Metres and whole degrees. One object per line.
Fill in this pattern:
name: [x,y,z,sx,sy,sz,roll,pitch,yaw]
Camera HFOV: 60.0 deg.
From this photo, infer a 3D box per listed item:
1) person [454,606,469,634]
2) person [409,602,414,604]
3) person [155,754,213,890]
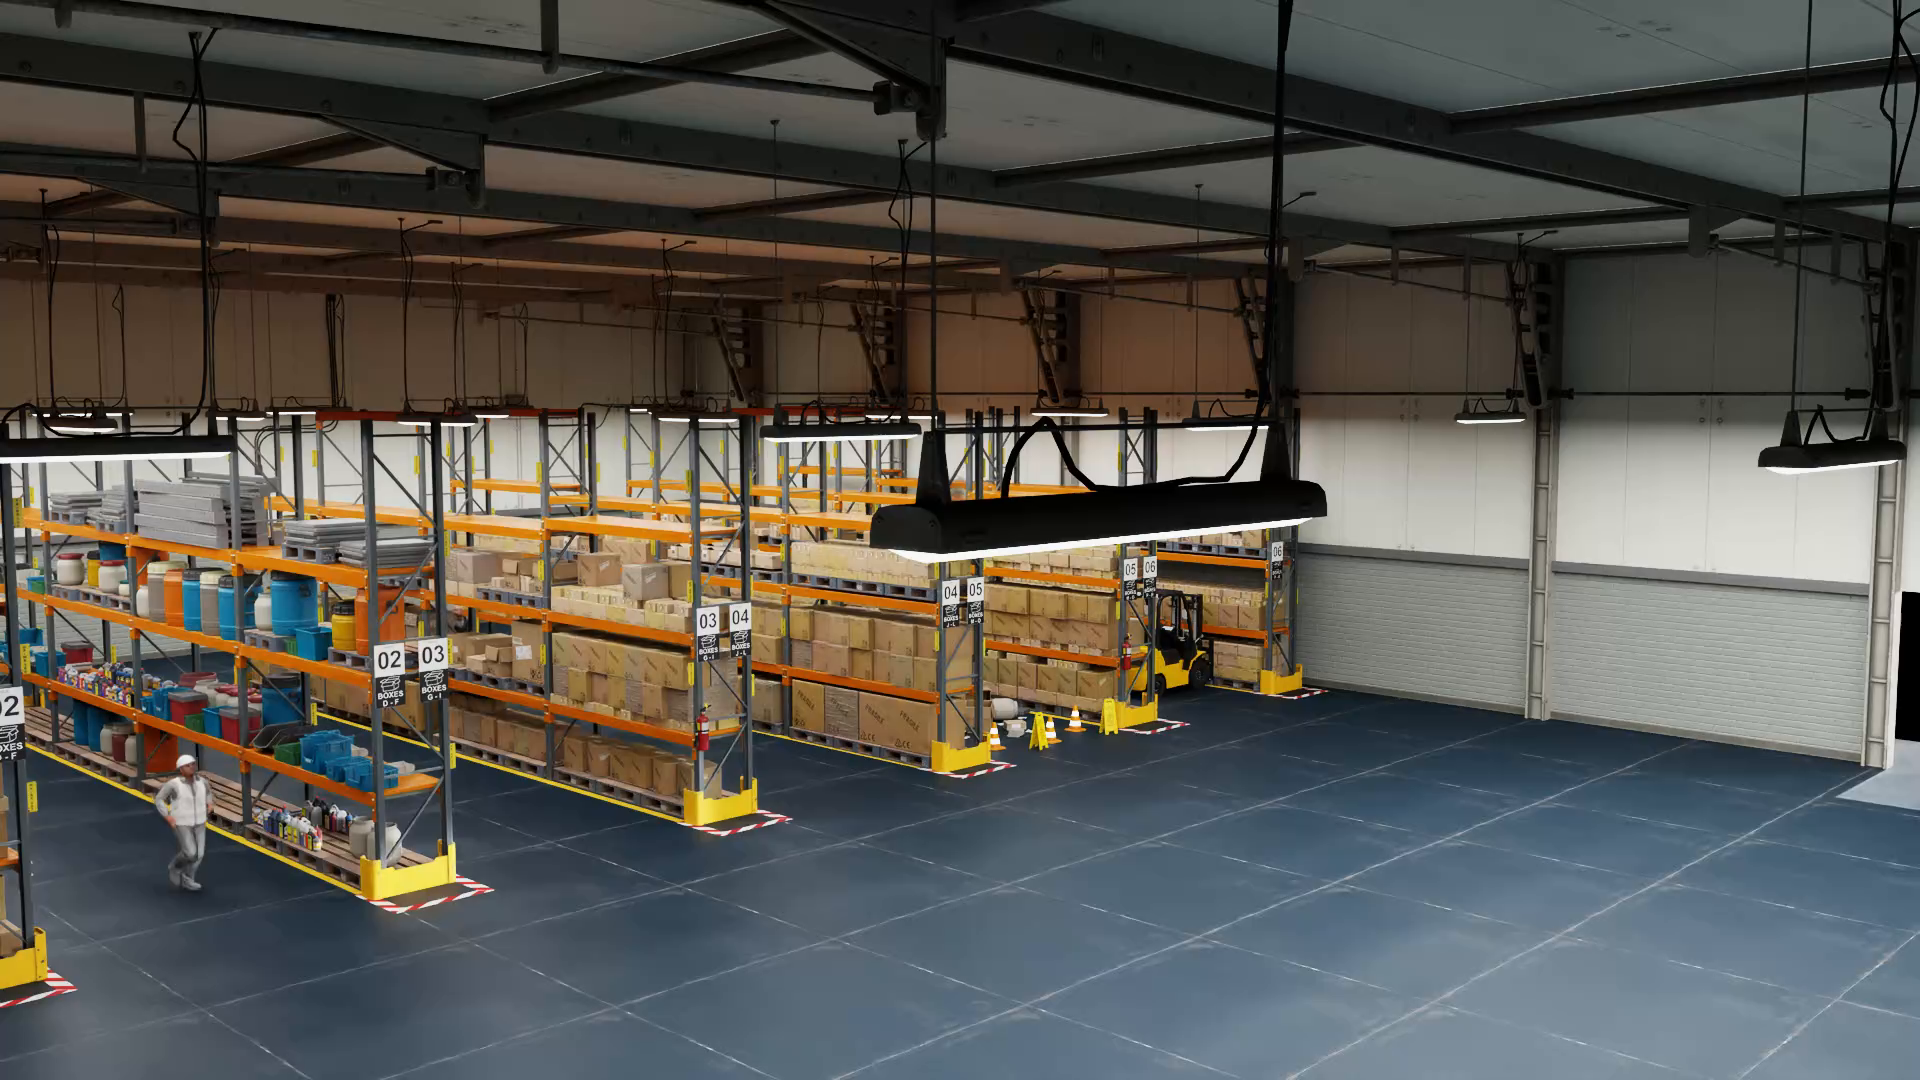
person: [-10.970,2.276,36.419,0.662,1.702,0.645,-4,6,-38]
person: [-12.590,2.204,37.768,0.673,1.576,0.497,-1,5,-6]
person: [-9.756,3.592,21.097,0.515,1.743,0.703,4,6,36]
